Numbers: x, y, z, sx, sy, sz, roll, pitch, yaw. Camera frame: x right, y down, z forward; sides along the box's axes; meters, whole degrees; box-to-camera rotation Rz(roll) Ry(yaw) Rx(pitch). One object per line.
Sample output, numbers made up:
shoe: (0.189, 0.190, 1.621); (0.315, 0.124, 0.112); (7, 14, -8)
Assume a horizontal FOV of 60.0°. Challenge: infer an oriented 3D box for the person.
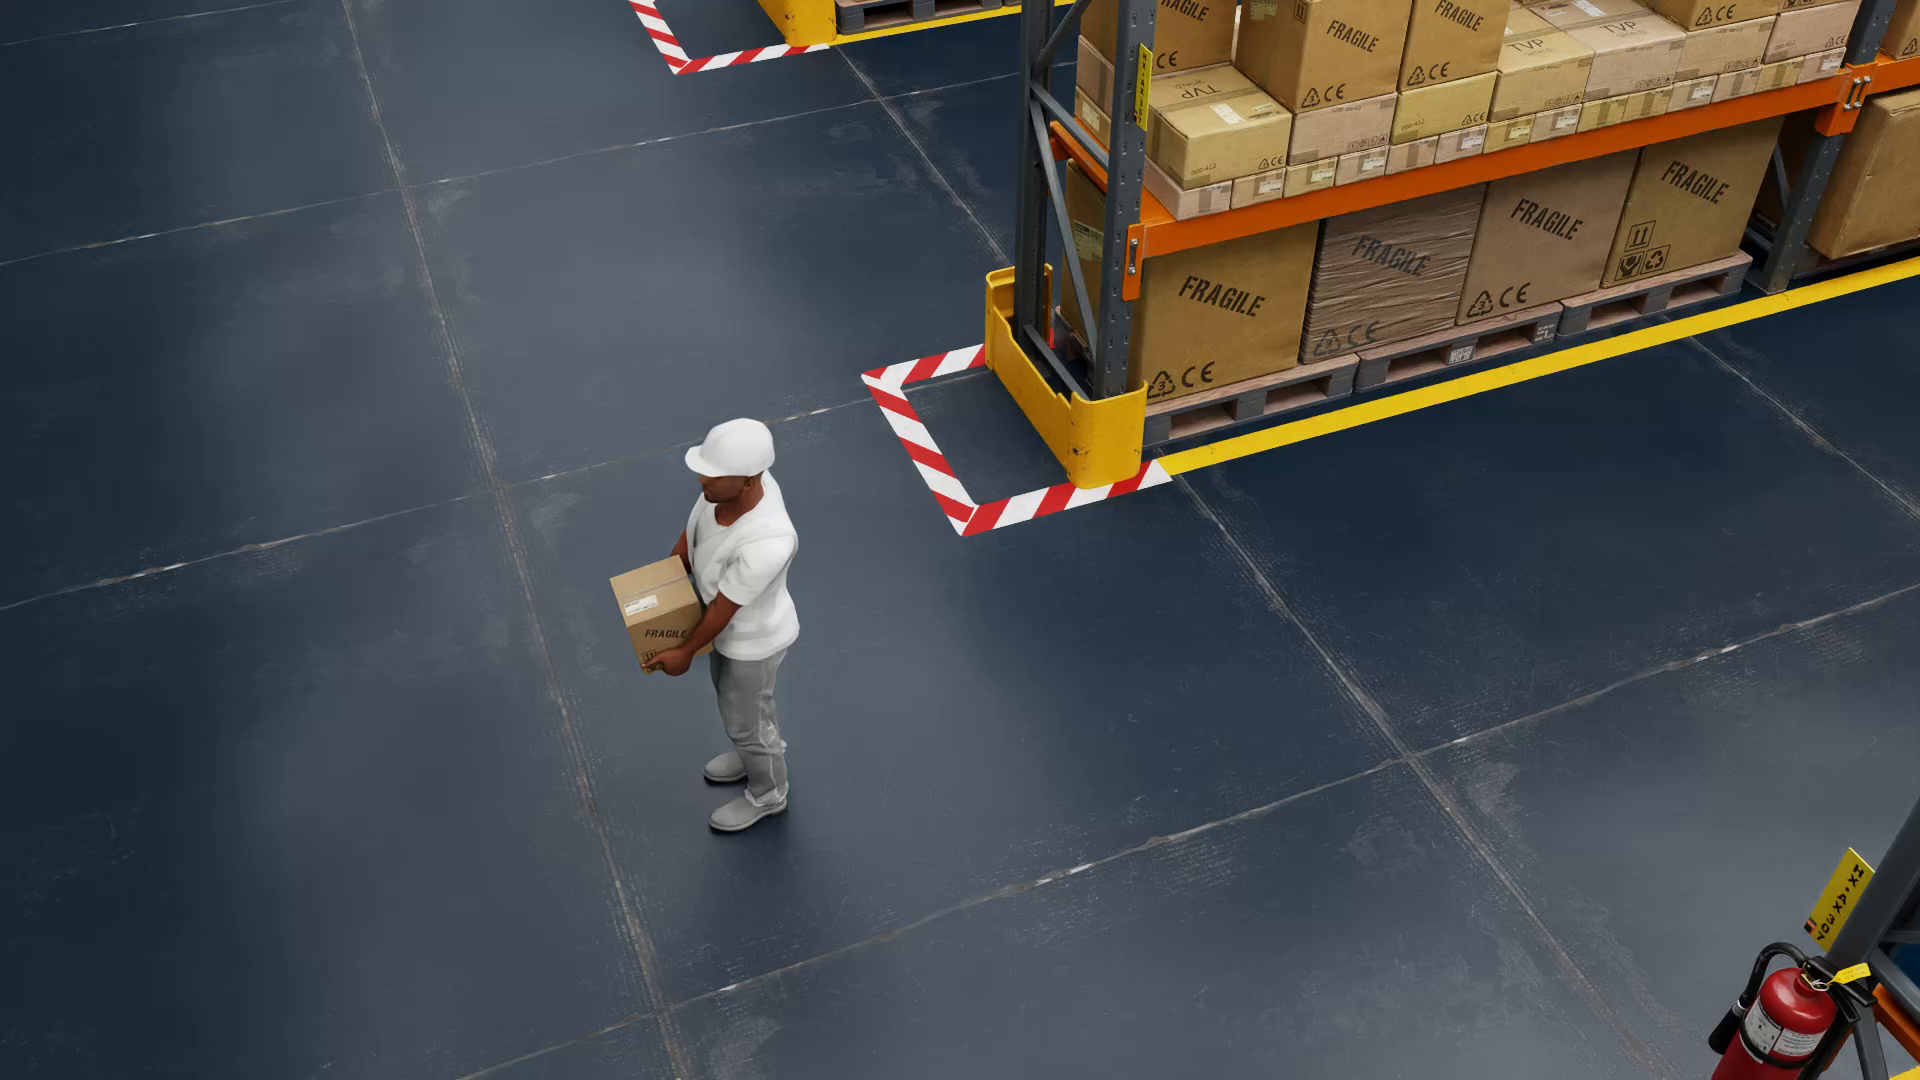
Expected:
person: (-0.843, 0.327, 5.774); (0.575, 1.762, 0.504); (-15, 44, -16)
